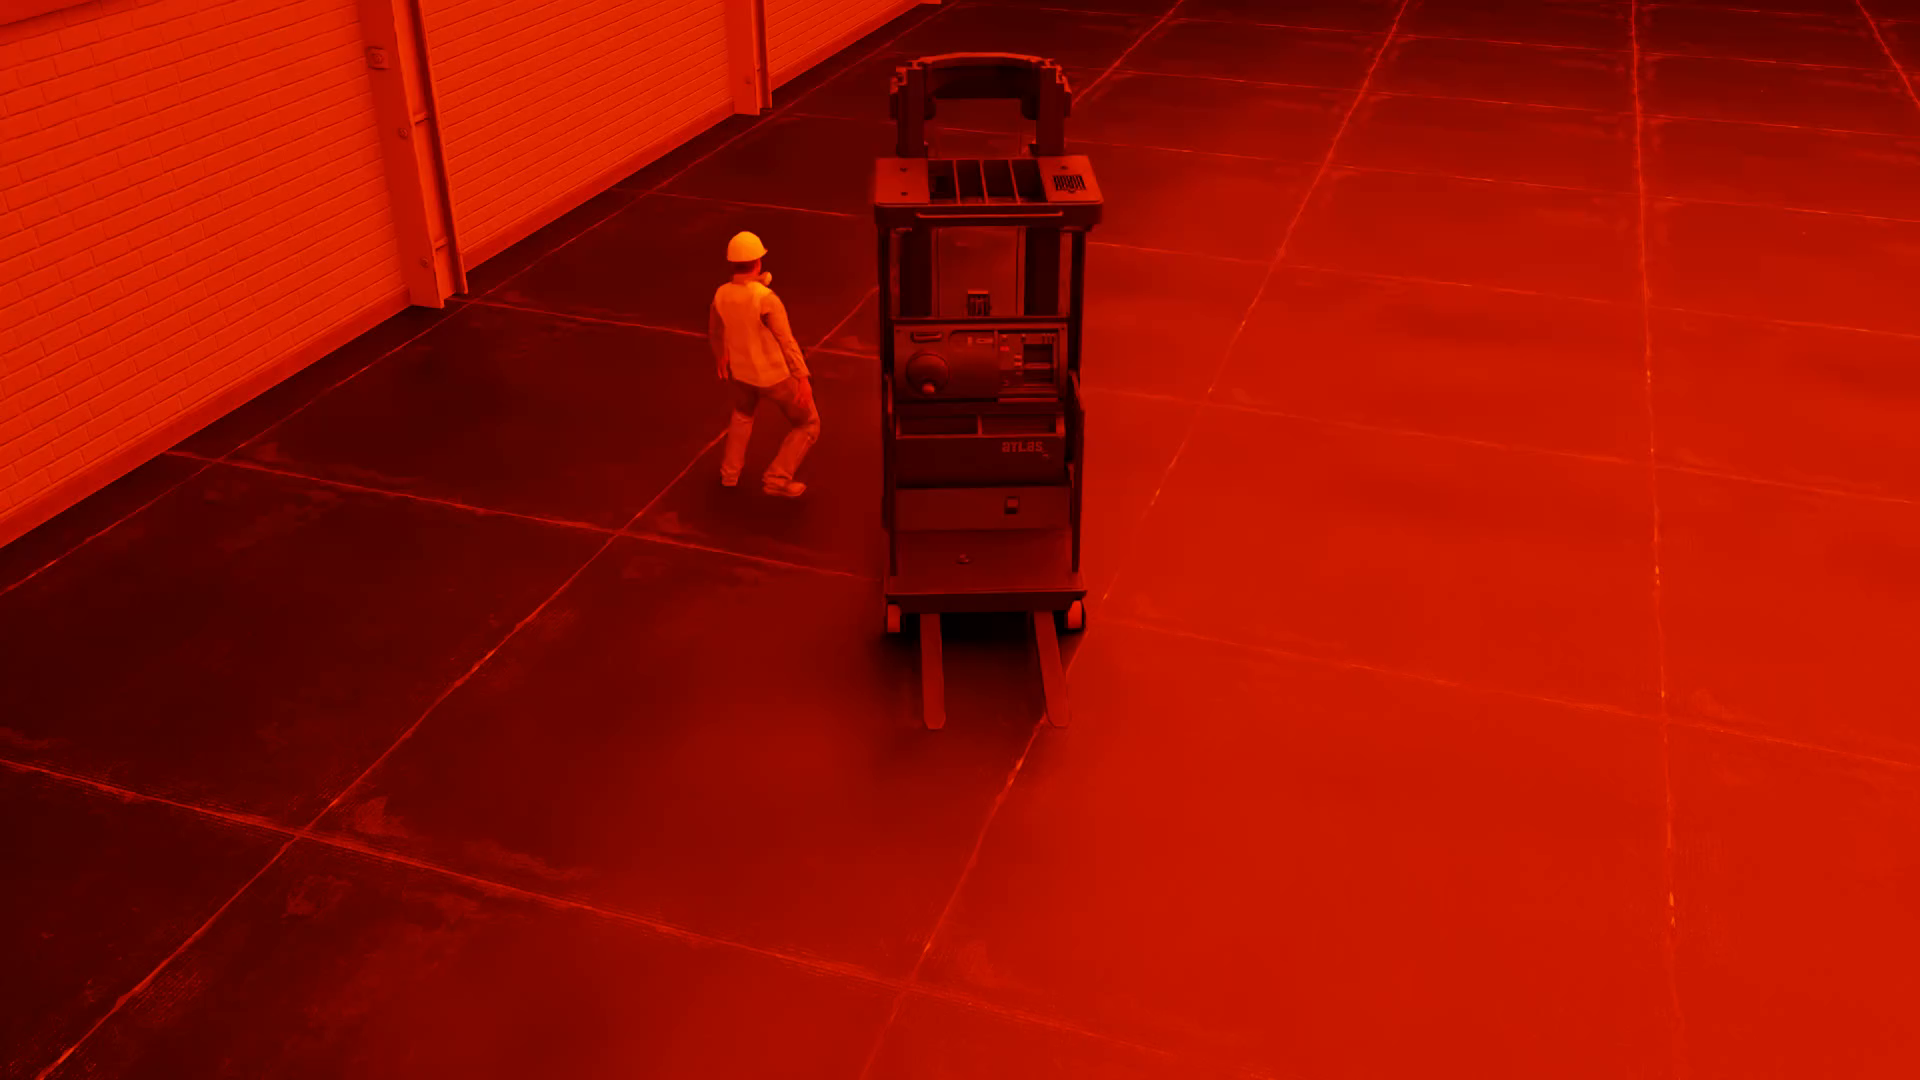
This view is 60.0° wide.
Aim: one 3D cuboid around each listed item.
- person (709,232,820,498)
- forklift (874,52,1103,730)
[{"bbox_3d":[-1.208,-1.063,10.272,0.882,1.688,0.486,21,36,32],"label":"person"},{"bbox_3d":[0.122,-0.919,8.749,1.130,2.935,3.031,-1,30,-2],"label":"forklift"}]
